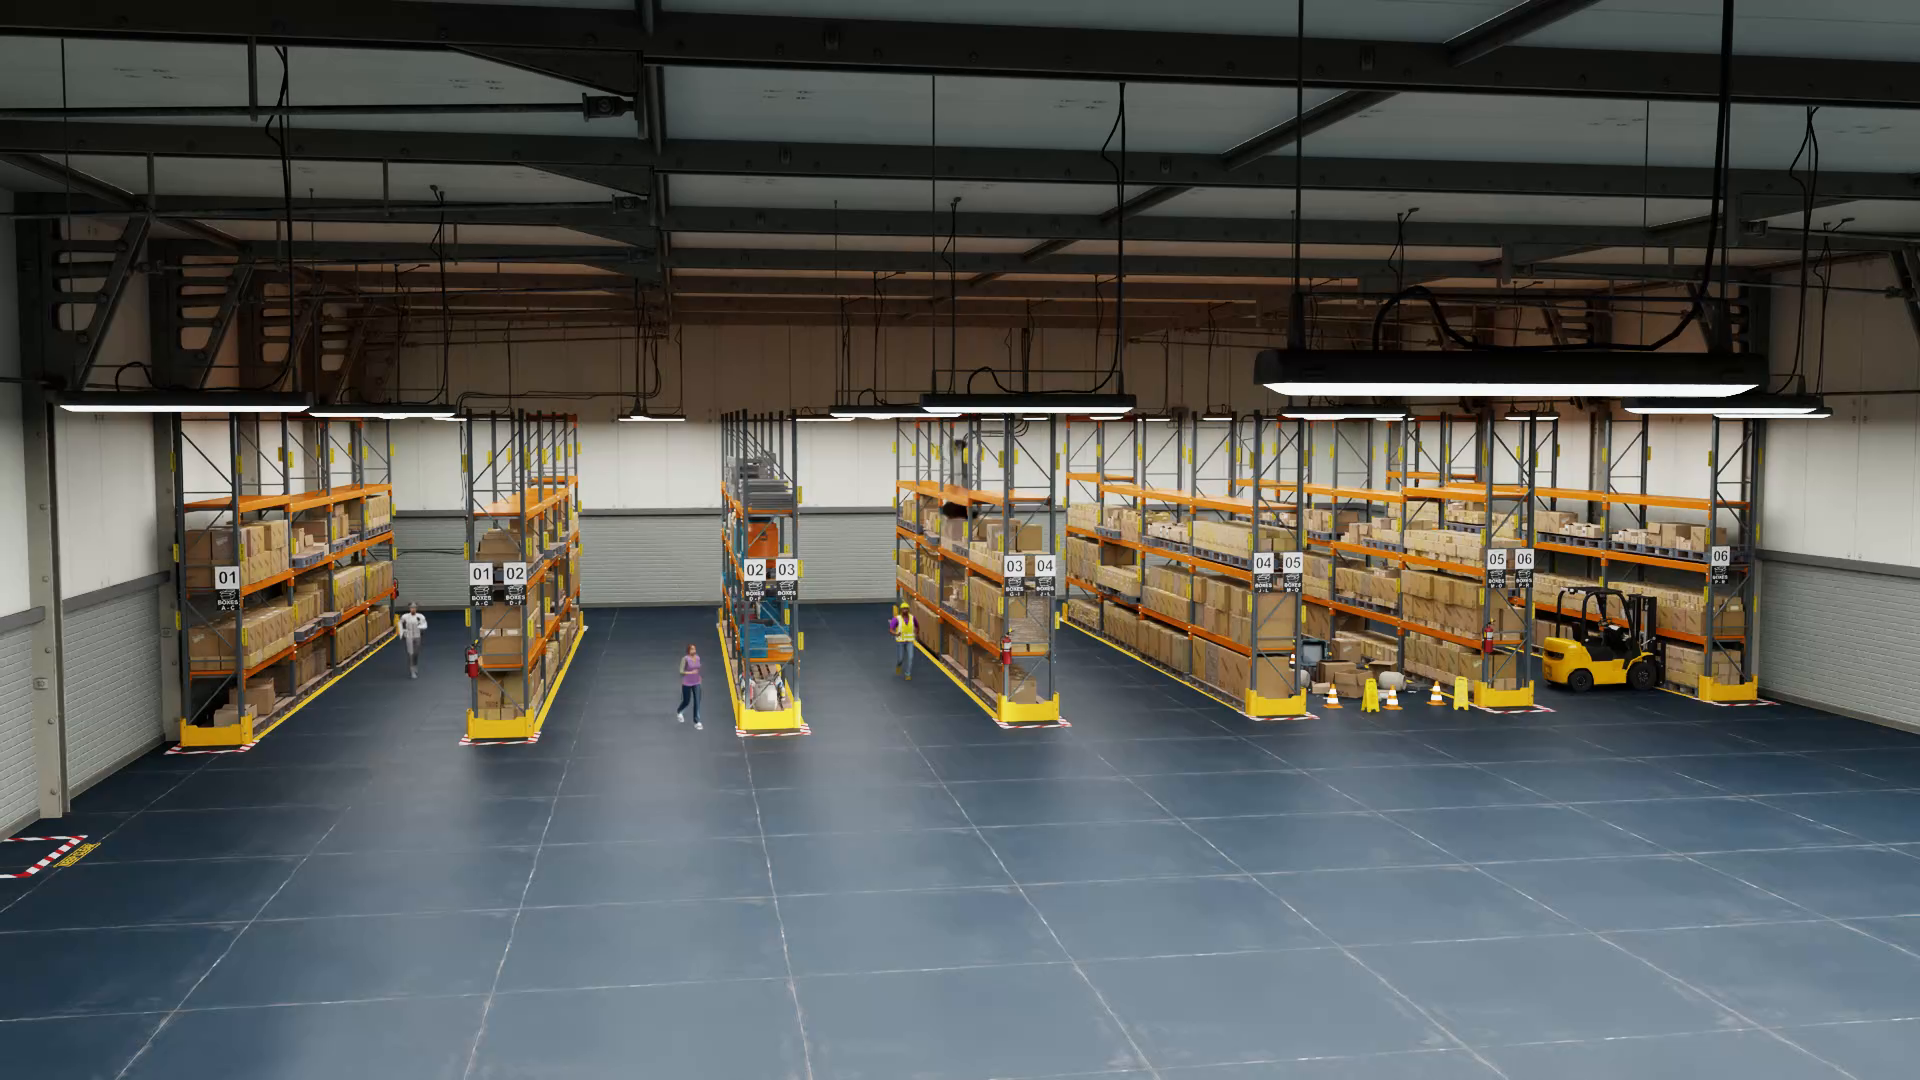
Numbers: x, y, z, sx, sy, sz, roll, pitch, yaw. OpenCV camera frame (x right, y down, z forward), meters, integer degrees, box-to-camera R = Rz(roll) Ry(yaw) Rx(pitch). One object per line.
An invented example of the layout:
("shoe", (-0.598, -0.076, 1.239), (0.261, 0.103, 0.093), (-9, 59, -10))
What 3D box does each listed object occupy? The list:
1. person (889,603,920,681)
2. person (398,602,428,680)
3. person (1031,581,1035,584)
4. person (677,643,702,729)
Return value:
("person", (-1.223, 2.265, 37.223), (0.714, 1.733, 0.791), (-1, 4, -15))
("person", (-12.357, 2.246, 37.609), (0.581, 1.737, 0.823), (-2, 4, -27))
("person", (2.025, 1.569, 47.215), (0.679, 1.745, 0.664), (0, 4, -7))
("person", (-5.071, 2.722, 31.269), (0.537, 1.586, 0.881), (-3, 5, -36))
